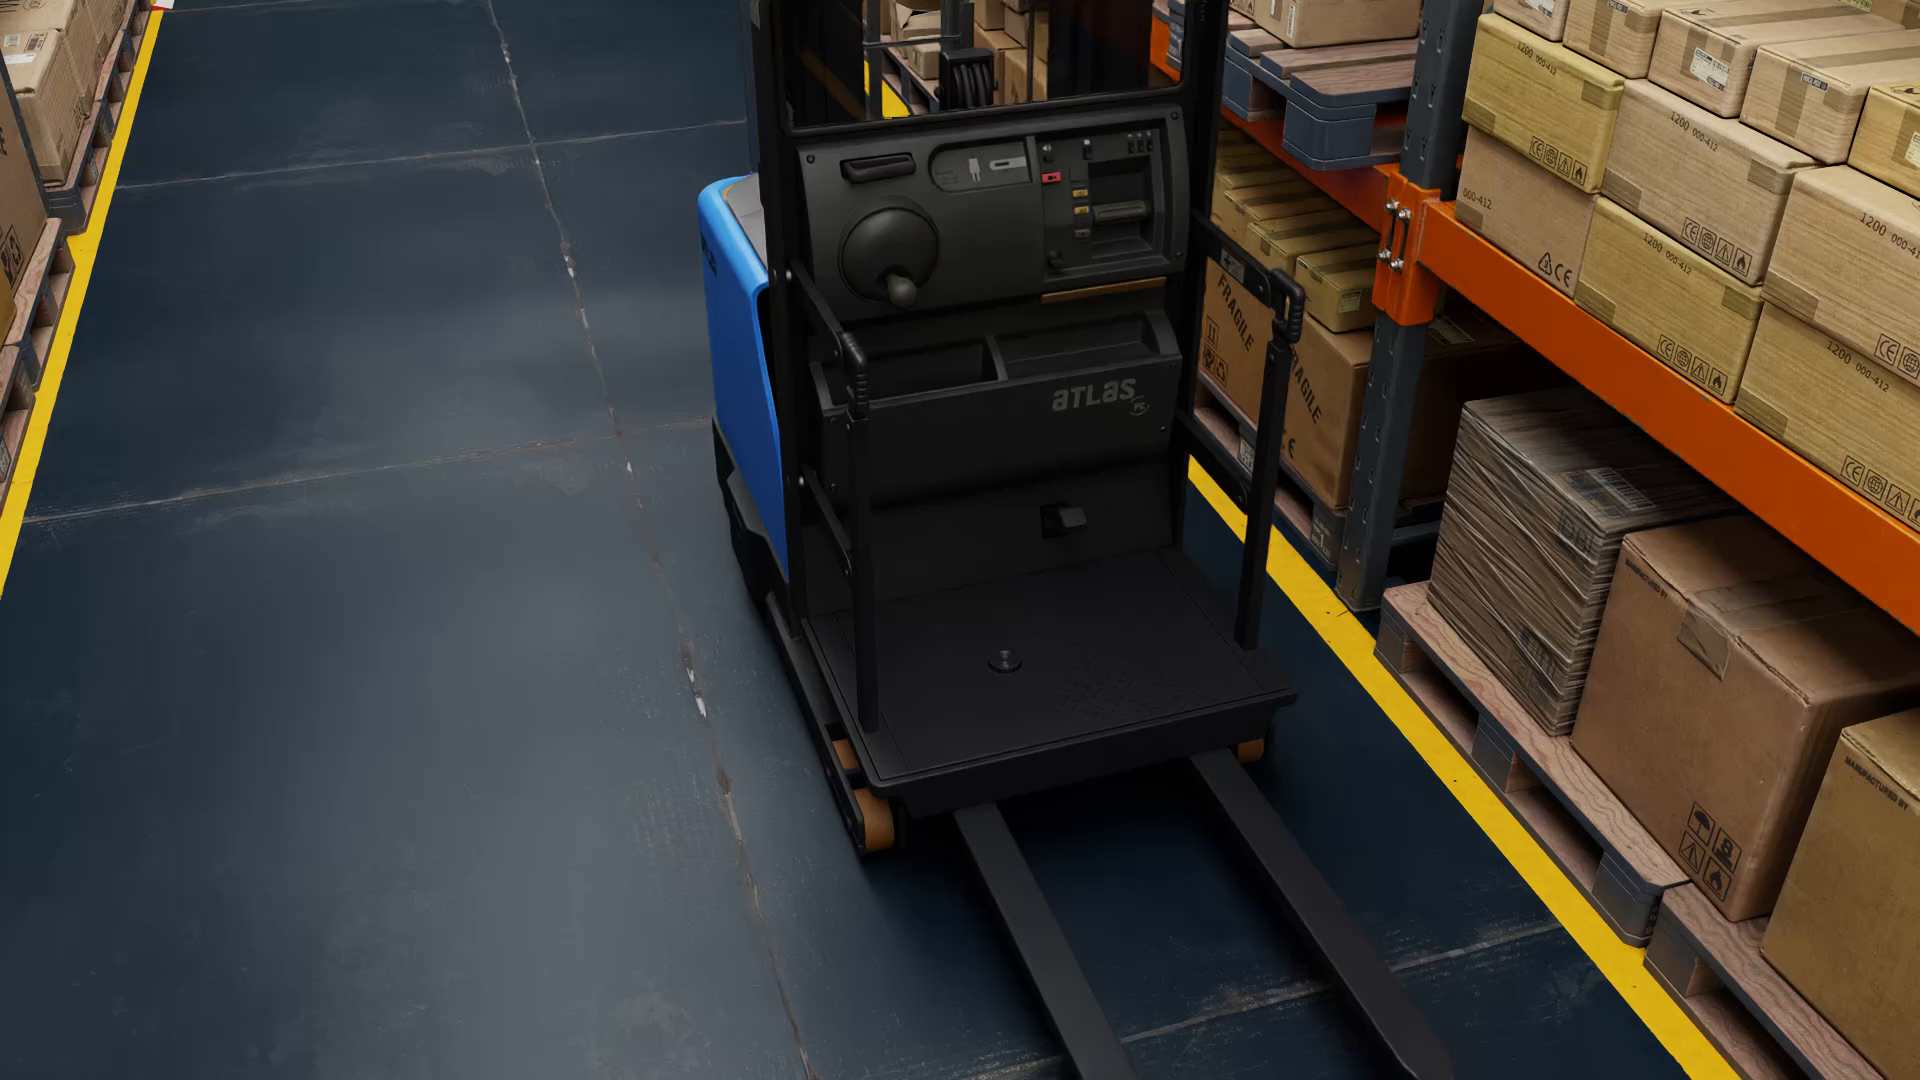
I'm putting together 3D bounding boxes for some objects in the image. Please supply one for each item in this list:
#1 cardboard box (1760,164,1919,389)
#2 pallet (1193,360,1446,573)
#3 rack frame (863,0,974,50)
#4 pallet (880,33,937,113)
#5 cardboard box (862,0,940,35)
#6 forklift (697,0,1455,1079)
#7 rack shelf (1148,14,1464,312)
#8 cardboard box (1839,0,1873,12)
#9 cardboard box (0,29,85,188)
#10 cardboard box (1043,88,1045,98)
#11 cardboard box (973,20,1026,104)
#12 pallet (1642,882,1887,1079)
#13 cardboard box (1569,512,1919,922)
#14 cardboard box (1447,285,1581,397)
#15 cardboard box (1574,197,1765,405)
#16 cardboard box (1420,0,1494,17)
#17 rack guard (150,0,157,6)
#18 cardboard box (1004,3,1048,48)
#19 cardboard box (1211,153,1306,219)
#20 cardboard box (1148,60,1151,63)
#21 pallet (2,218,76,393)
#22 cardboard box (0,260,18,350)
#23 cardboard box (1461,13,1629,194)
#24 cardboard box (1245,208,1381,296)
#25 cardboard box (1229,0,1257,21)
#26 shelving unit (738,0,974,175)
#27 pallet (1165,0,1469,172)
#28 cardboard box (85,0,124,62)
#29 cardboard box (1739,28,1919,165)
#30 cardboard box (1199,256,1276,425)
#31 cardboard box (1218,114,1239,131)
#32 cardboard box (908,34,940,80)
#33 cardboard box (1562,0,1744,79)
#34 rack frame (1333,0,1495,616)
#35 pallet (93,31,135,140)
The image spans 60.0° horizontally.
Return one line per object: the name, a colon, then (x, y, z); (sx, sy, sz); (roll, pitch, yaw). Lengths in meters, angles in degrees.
cardboard box: (1.817, -0.475, 2.931); (0.500, 0.250, 0.500); (-11, 35, -16)
pallet: (1.429, -0.379, 5.632); (1.003, 0.211, 1.213); (-10, 35, -15)
rack frame: (-0.200, -0.943, 5.317); (0.500, 1.500, 0.032); (-11, 35, -16)
pallet: (0.192, -2.442, 8.754); (1.003, 0.211, 1.213); (-10, 35, -15)
cardboard box: (-0.183, -3.139, 9.166); (0.700, 0.500, 0.500); (-11, 35, -17)
forklift: (0.165, -0.709, 3.664); (1.130, 2.935, 3.031); (-11, 35, -16)
rack shelf: (1.010, -1.894, 6.048); (1.077, 0.370, 4.000); (-10, 35, -15)
cardboard box: (2.099, -1.201, 3.668); (0.380, 0.149, 0.250); (-9, 35, -13)
cardboard box: (-4.415, -1.862, 7.289); (0.875, 0.438, 0.875); (-11, 35, -15)
cardboard box: (0.653, -1.544, 6.752); (0.500, 0.500, 0.500); (-11, 35, -16)
cardboard box: (0.334, -2.085, 7.571); (0.500, 0.500, 0.500); (-9, 34, -13)
pallet: (2.203, 1.097, 3.398); (1.003, 0.211, 1.213); (-10, 35, -15)
cardboard box: (2.005, 0.343, 3.783); (0.875, 0.625, 0.625); (-9, 34, -13)
cardboard box: (1.759, -0.545, 5.240); (0.500, 0.500, 0.500); (-9, 34, -13)
cardboard box: (1.672, -0.543, 3.486); (0.500, 0.250, 0.500); (-11, 35, -16)
cardboard box: (1.612, -1.658, 4.566); (0.500, 0.500, 0.500); (-8, 34, -12)
rack guard: (-5.553, -3.477, 10.059); (1.175, 0.500, 0.348); (-10, 35, -15)
cardboard box: (0.415, -2.282, 7.280); (0.380, 0.149, 0.250); (-11, 35, -16)
cardboard box: (1.040, -1.194, 5.634); (0.380, 0.149, 0.250); (-9, 35, -13)
cardboard box: (0.641, -1.870, 6.657); (0.380, 0.149, 0.250); (-10, 35, -15)
pallet: (-4.018, -0.852, 6.348); (1.003, 0.211, 1.213); (-10, 35, -15)
cardboard box: (-3.777, -0.911, 5.455); (0.875, 0.875, 0.875); (-9, 35, -13)
cardboard box: (1.499, -1.012, 3.743); (0.500, 0.250, 0.500); (-10, 35, -15)
cardboard box: (1.116, -0.902, 5.192); (0.380, 0.149, 0.250); (-12, 35, -17)
cardboard box: (0.990, -1.756, 4.942); (0.500, 0.250, 0.500); (-12, 35, -17)
shelving unit: (-0.364, -1.209, 5.718); (0.538, 1.500, 1.048); (-11, 35, -16)
pallet: (1.347, -1.408, 4.834); (1.213, 0.211, 1.003); (-10, 35, -15)
cardboard box: (-4.962, -2.805, 8.718); (0.875, 0.438, 0.875); (-9, 35, -13)
cardboard box: (1.714, -0.834, 3.112); (0.380, 0.149, 0.250); (-10, 35, -14)
cardboard box: (1.144, -0.727, 5.516); (0.500, 0.500, 0.500); (-11, 35, -15)
cardboard box: (0.851, -1.465, 6.044); (0.380, 0.149, 0.250); (-12, 35, -17)
cardboard box: (-0.049, -2.473, 8.477); (0.380, 0.149, 0.250); (-11, 35, -16)
cardboard box: (1.520, -1.100, 3.514); (0.380, 0.149, 0.250); (-9, 35, -14)
rack frame: (1.620, -1.144, 4.261); (1.000, 3.000, 0.127); (-10, 35, -15)
pallet: (-4.859, -2.298, 8.537); (1.003, 0.211, 1.213); (-10, 35, -15)
